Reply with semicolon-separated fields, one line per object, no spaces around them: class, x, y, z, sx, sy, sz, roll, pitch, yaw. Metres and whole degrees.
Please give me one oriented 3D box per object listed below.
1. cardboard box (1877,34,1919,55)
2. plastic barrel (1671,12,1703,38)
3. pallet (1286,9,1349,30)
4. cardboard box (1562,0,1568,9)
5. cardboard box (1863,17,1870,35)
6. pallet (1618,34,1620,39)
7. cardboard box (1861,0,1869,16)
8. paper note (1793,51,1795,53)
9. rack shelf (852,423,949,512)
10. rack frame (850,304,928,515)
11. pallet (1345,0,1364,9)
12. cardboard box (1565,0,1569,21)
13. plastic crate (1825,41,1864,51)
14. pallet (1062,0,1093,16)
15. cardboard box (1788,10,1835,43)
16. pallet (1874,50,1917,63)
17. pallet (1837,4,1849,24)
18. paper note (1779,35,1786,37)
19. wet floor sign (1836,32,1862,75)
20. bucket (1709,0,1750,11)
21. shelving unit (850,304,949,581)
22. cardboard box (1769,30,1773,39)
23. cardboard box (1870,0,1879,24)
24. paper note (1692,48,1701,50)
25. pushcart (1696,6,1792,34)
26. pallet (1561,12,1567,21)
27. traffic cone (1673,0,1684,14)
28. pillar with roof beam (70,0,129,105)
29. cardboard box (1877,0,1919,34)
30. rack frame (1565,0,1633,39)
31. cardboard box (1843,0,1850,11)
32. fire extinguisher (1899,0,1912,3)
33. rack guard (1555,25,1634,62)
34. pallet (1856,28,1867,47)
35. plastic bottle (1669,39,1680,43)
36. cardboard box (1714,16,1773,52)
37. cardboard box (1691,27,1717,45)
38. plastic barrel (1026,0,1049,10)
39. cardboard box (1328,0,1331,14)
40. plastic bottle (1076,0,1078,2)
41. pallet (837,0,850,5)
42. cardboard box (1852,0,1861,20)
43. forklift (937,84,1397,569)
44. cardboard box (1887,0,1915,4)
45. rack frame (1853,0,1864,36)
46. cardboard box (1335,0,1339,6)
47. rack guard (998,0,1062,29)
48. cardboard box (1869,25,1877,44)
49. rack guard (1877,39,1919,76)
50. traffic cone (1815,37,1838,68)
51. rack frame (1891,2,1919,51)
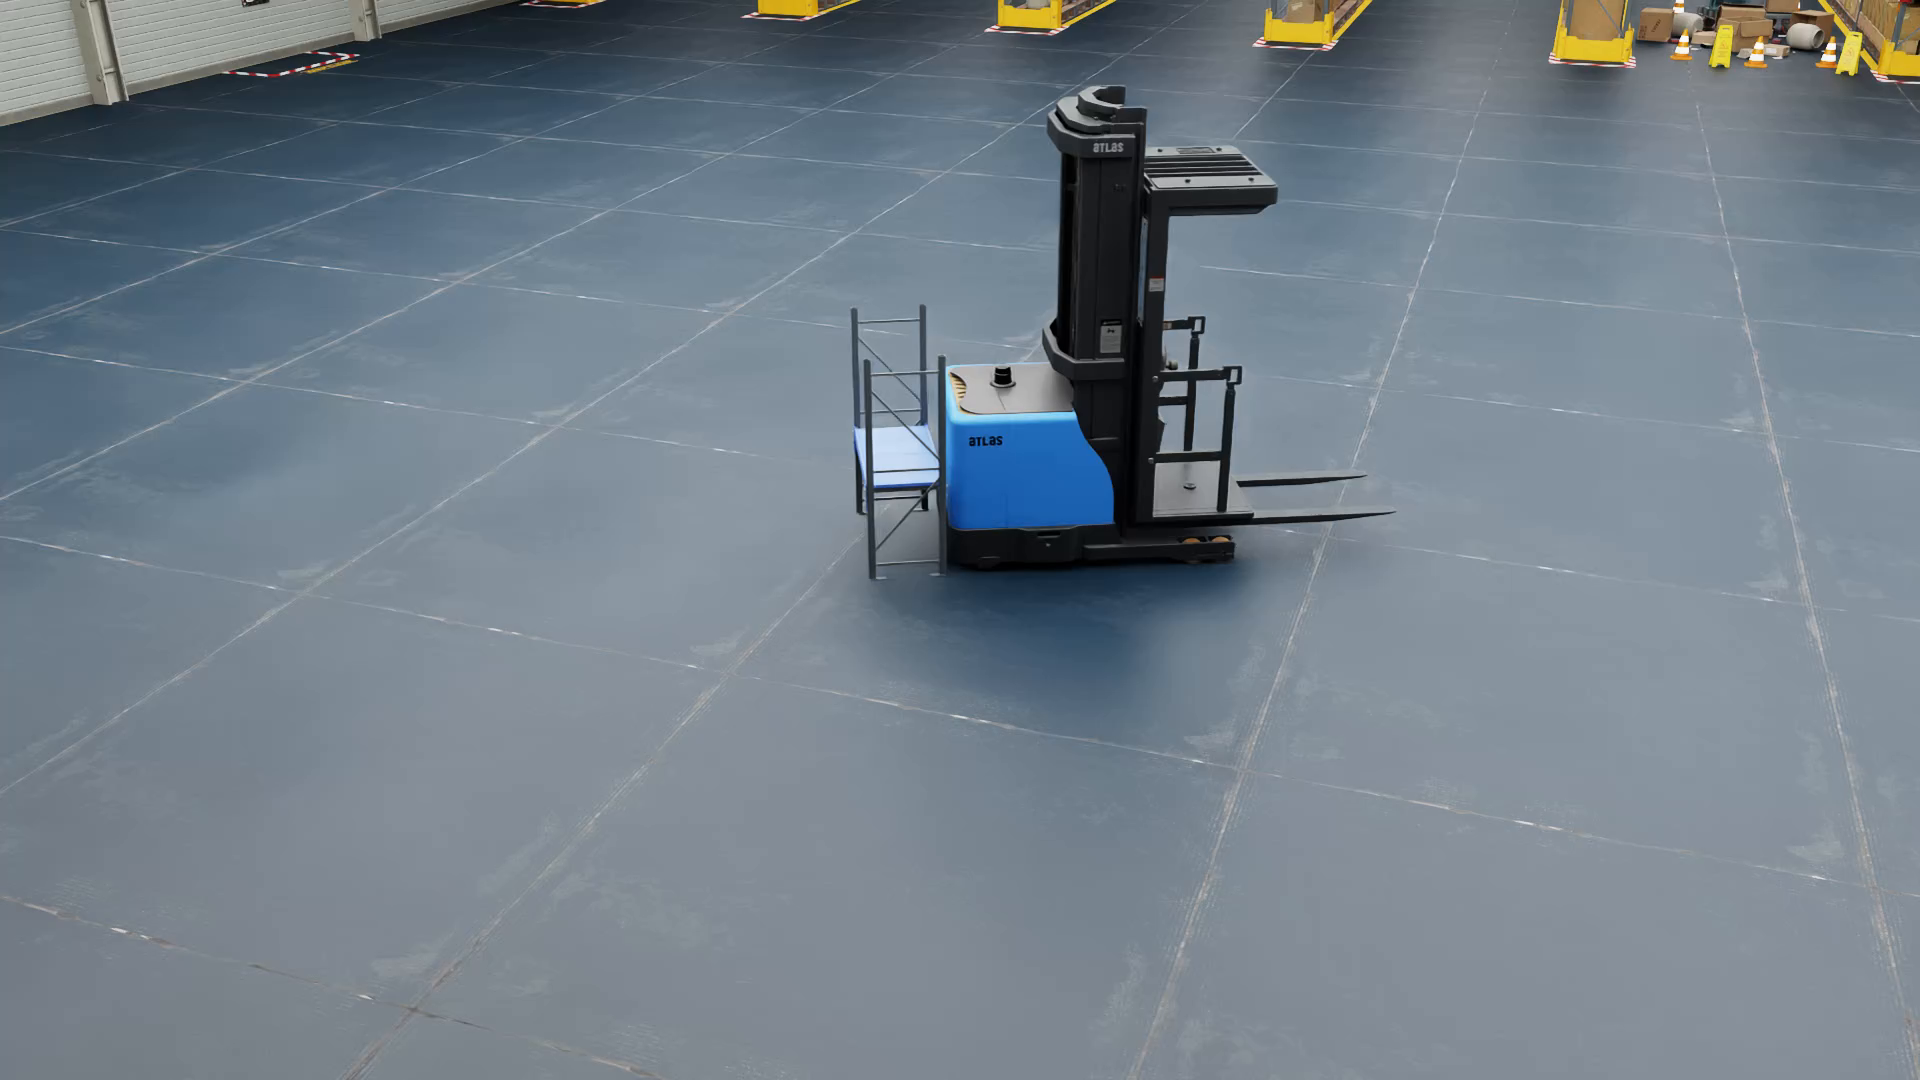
cardboard box;15.357;-8.112;27.236;0.500;0.250;0.500;9;27;17
plastic barrel;13.032;-9.251;29.872;0.421;0.421;0.512;-14;29;-27
pallet;6.725;-9.821;31.292;1.003;0.211;1.213;9;27;17
cardboard box;12.085;-10.544;31.685;1.050;0.750;0.750;9;27;17
cardboard box;16.047;-8.950;28.967;0.500;0.250;0.500;10;28;20
pallet;10.824;-8.541;28.647;1.003;0.211;1.213;9;27;17
cardboard box;16.214;-9.509;29.260;0.500;0.500;0.500;10;28;20
paper note;14.315;-8.376;28.538;0.032;0.001;0.123;9;27;17
rack shelf;-0.406;-0.491;10.956;0.538;0.185;1.000;-3;26;-7
rack frame;-0.474;-0.872;11.331;0.500;1.500;0.032;-3;26;-7
pallet;7.577;-10.926;33.573;1.003;0.211;1.213;9;27;17
cardboard box;11.086;-9.339;29.052;0.875;0.875;0.875;8;27;17
plastic crate;15.369;-8.583;28.885;0.402;0.080;0.583;0;26;-1
pallet;1.982;-10.551;32.799;1.003;0.211;1.213;9;27;17
cardboard box;15.025;-9.056;29.378;0.500;0.500;0.500;-14;29;-27
pallet;15.663;-7.884;27.292;1.003;0.211;1.213;9;27;17
pallet;17.327;-9.991;31.644;1.003;0.211;1.213;9;27;17
paper note;14.880;-9.117;30.044;0.148;0.019;0.142;9;27;17
wet floor sign;14.261;-7.797;26.613;0.267;0.644;0.232;20;32;35
bucket;14.092;-9.920;30.309;0.726;0.611;0.620;20;22;35
shelving unit;-0.406;-0.653;10.877;0.538;1.500;1.048;-3;26;-7
cardboard box;14.370;-9.169;29.883;0.258;0.266;0.396;-9;27;-18
cardboard box;15.873;-9.074;28.363;0.500;0.500;0.500;10;28;20
paper note;12.741;-8.500;28.772;0.144;0.017;0.142;20;32;35
pushcart;14.498;-9.553;30.548;1.648;0.377;0.936;0;26;-1
pallet;11.636;-9.543;30.718;1.003;0.211;1.213;9;27;17
traffic cone;13.833;-10.290;31.971;0.336;0.463;0.334;9;27;17
pillar with roof beam;-8.541;-9.929;21.431;9.100;9.000;0.400;9;27;17
cardboard box;15.525;-8.650;27.487;0.500;0.500;0.500;10;28;19
rack frame;10.632;-9.456;27.338;1.000;3.000;0.127;9;27;17
cardboard box;17.303;-10.227;31.465;0.950;0.372;0.625;10;27;19
fire extinguisher;14.861;-8.764;25.999;0.296;0.674;0.183;9;27;17
rack guard;10.624;-8.321;27.862;1.175;0.500;0.348;9;27;17
pallet;16.475;-8.887;29.363;1.003;0.211;1.213;9;27;17
plastic bottle;12.706;-8.831;29.419;0.283;0.061;0.133;0;26;-1
cardboard box;13.531;-8.745;28.734;0.797;0.503;0.637;-9;27;-18
cardboard box;13.128;-8.896;29.318;0.396;0.266;0.258;14;29;26
plastic barrel;1.465;-10.286;31.425;0.421;0.512;0.421;0;26;0
cardboard box;6.605;-10.040;30.931;0.500;0.500;0.500;11;28;22
plastic bottle;2.249;-10.616;32.440;0.097;0.201;0.097;0;26;0
pallet;-2.729;-11.220;34.180;1.003;0.211;1.213;9;27;17
cardboard box;16.837;-9.645;30.263;0.950;0.372;0.625;9;27;18
forklift;1.388;-1.389;10.755;3.031;2.935;1.130;-3;26;-5
cardboard box;15.413;-8.888;27.233;0.380;0.149;0.250;10;27;19
rack frame;16.665;-10.423;29.336;1.000;3.000;0.127;9;27;17
cardboard box;6.965;-10.529;31.941;0.500;0.500;0.500;19;32;34
rack guard;1.299;-9.848;31.016;1.175;0.500;0.348;9;27;17
cardboard box;15.698;-8.530;28.098;0.500;0.250;0.500;8;27;16
rack guard;15.359;-7.686;26.550;1.175;0.500;0.348;9;27;17
traffic cone;14.260;-8.001;27.245;0.336;0.463;0.334;9;27;17
rack frame;15.334;-8.780;25.941;1.000;3.000;0.127;9;27;17
